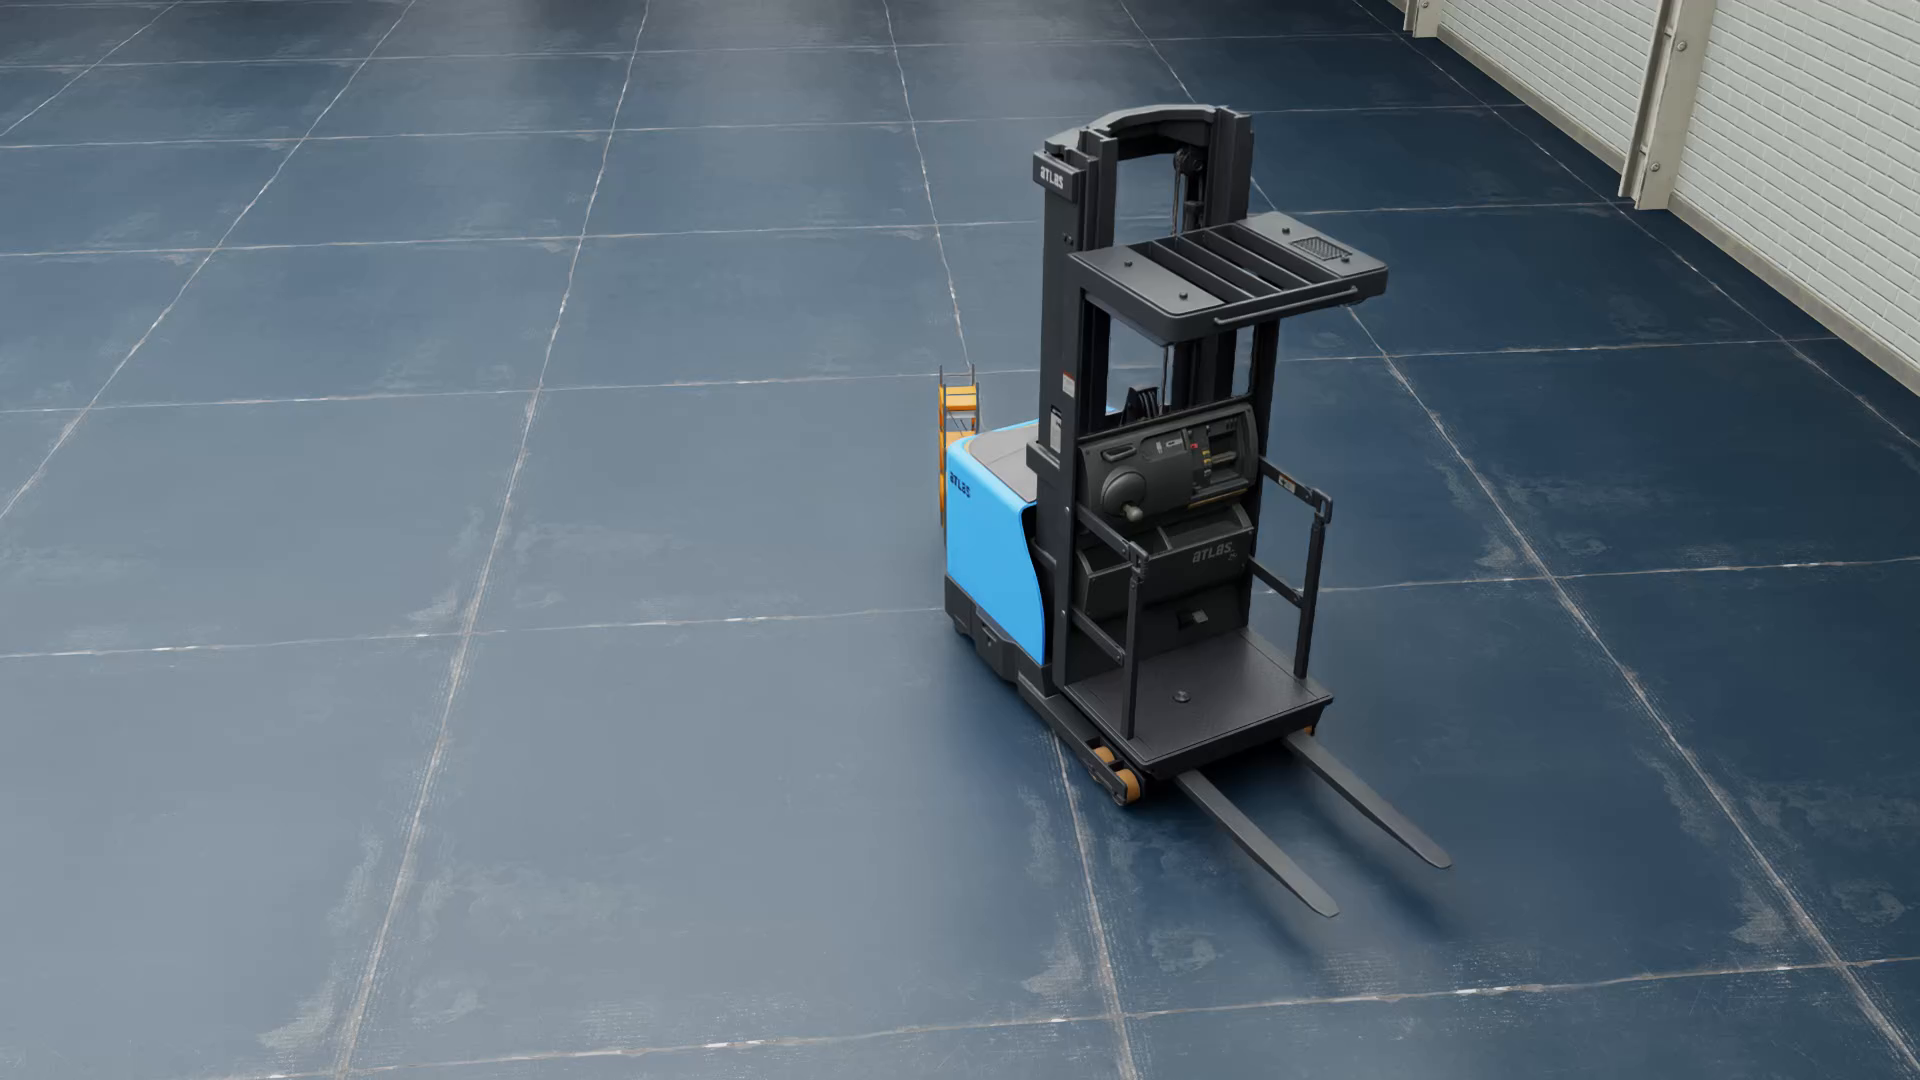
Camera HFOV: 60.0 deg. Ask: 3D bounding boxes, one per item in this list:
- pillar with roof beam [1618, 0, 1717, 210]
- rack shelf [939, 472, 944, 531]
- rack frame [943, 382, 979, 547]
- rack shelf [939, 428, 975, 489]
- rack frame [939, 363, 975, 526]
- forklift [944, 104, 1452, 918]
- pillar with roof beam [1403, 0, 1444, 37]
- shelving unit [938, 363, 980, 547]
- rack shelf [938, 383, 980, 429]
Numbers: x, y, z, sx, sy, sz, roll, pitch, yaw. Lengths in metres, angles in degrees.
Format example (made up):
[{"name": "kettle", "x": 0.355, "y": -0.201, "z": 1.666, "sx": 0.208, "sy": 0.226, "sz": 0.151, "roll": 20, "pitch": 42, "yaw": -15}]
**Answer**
[{"name": "pillar with roof beam", "x": 1.797, "y": -6.668, "z": 12.139, "sx": 9.100, "sy": 9.000, "sz": 0.400, "roll": -3, "pitch": 31, "yaw": -5}, {"name": "rack shelf", "x": -0.005, "y": -0.230, "z": 9.675, "sx": 0.215, "sy": 0.259, "sz": 0.240, "roll": -3, "pitch": 31, "yaw": -5}, {"name": "rack frame", "x": 0.006, "y": -0.416, "z": 9.423, "sx": 0.200, "sy": 1.050, "sz": 0.008, "roll": -3, "pitch": 31, "yaw": -5}, {"name": "rack shelf", "x": -0.005, "y": -0.469, "z": 9.532, "sx": 0.215, "sy": 0.259, "sz": 0.240, "roll": -3, "pitch": 31, "yaw": -5}, {"name": "rack frame", "x": -0.016, "y": -0.540, "z": 9.631, "sx": 0.200, "sy": 1.050, "sz": 0.008, "roll": -3, "pitch": 31, "yaw": -5}, {"name": "forklift", "x": 1.064, "y": -0.297, "z": 7.390, "sx": 1.130, "sy": 2.935, "sz": 3.031, "roll": -16, "pitch": 34, "yaw": -24}, {"name": "pillar with roof beam", "x": 1.236, "y": -9.732, "z": 17.267, "sx": 9.100, "sy": 9.000, "sz": 0.400, "roll": -3, "pitch": 31, "yaw": -5}, {"name": "shelving unit", "x": -0.005, "y": -0.478, "z": 9.527, "sx": 0.215, "sy": 1.050, "sz": 0.252, "roll": -3, "pitch": 31, "yaw": -5}, {"name": "rack shelf", "x": -0.005, "y": -0.713, "z": 9.387, "sx": 0.215, "sy": 0.259, "sz": 0.240, "roll": -3, "pitch": 31, "yaw": -5}]
